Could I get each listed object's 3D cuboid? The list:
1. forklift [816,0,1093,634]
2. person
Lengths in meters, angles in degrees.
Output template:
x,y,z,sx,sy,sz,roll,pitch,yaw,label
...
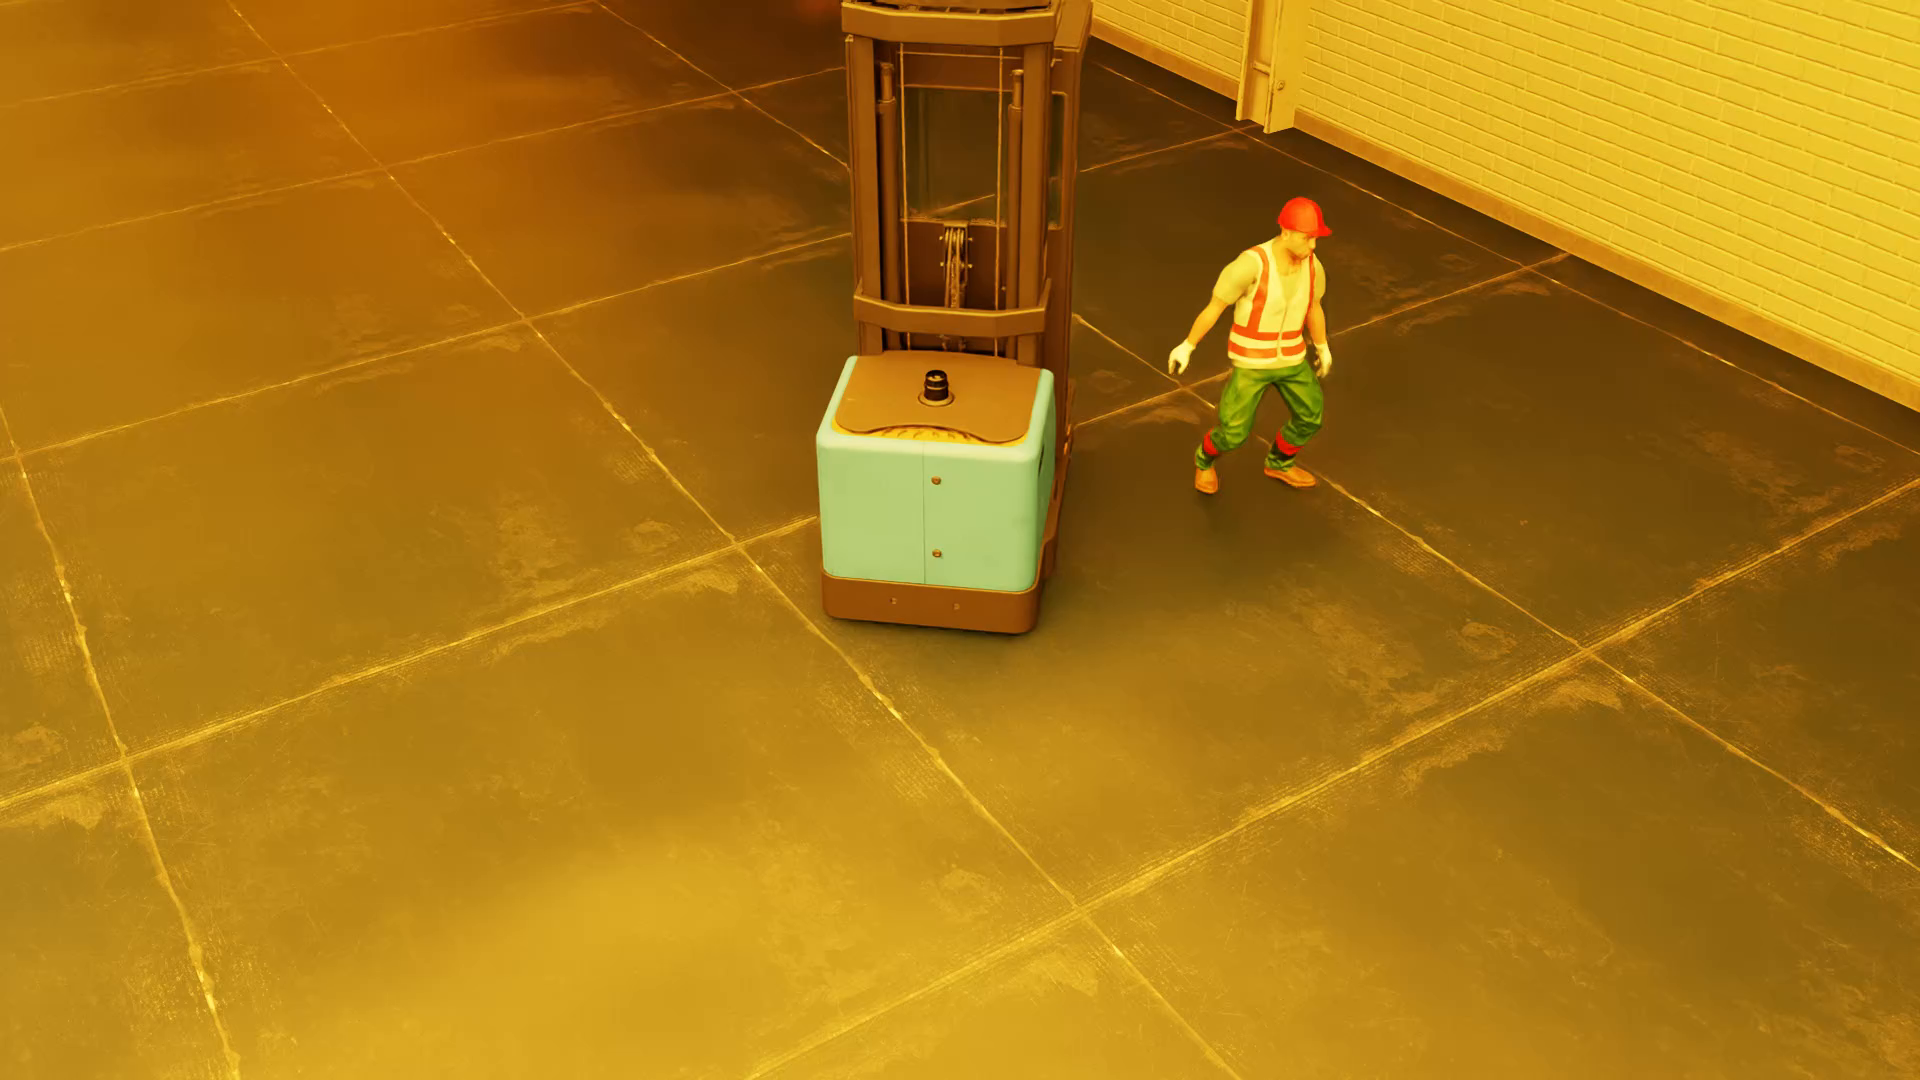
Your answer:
x,y,z,sx,sy,sz,roll,pitch,yaw,label
0.050,-1.589,8.410,1.130,2.935,3.031,5,35,7,forklift
1.521,-0.985,8.621,0.894,1.702,0.493,-10,36,-14,person
